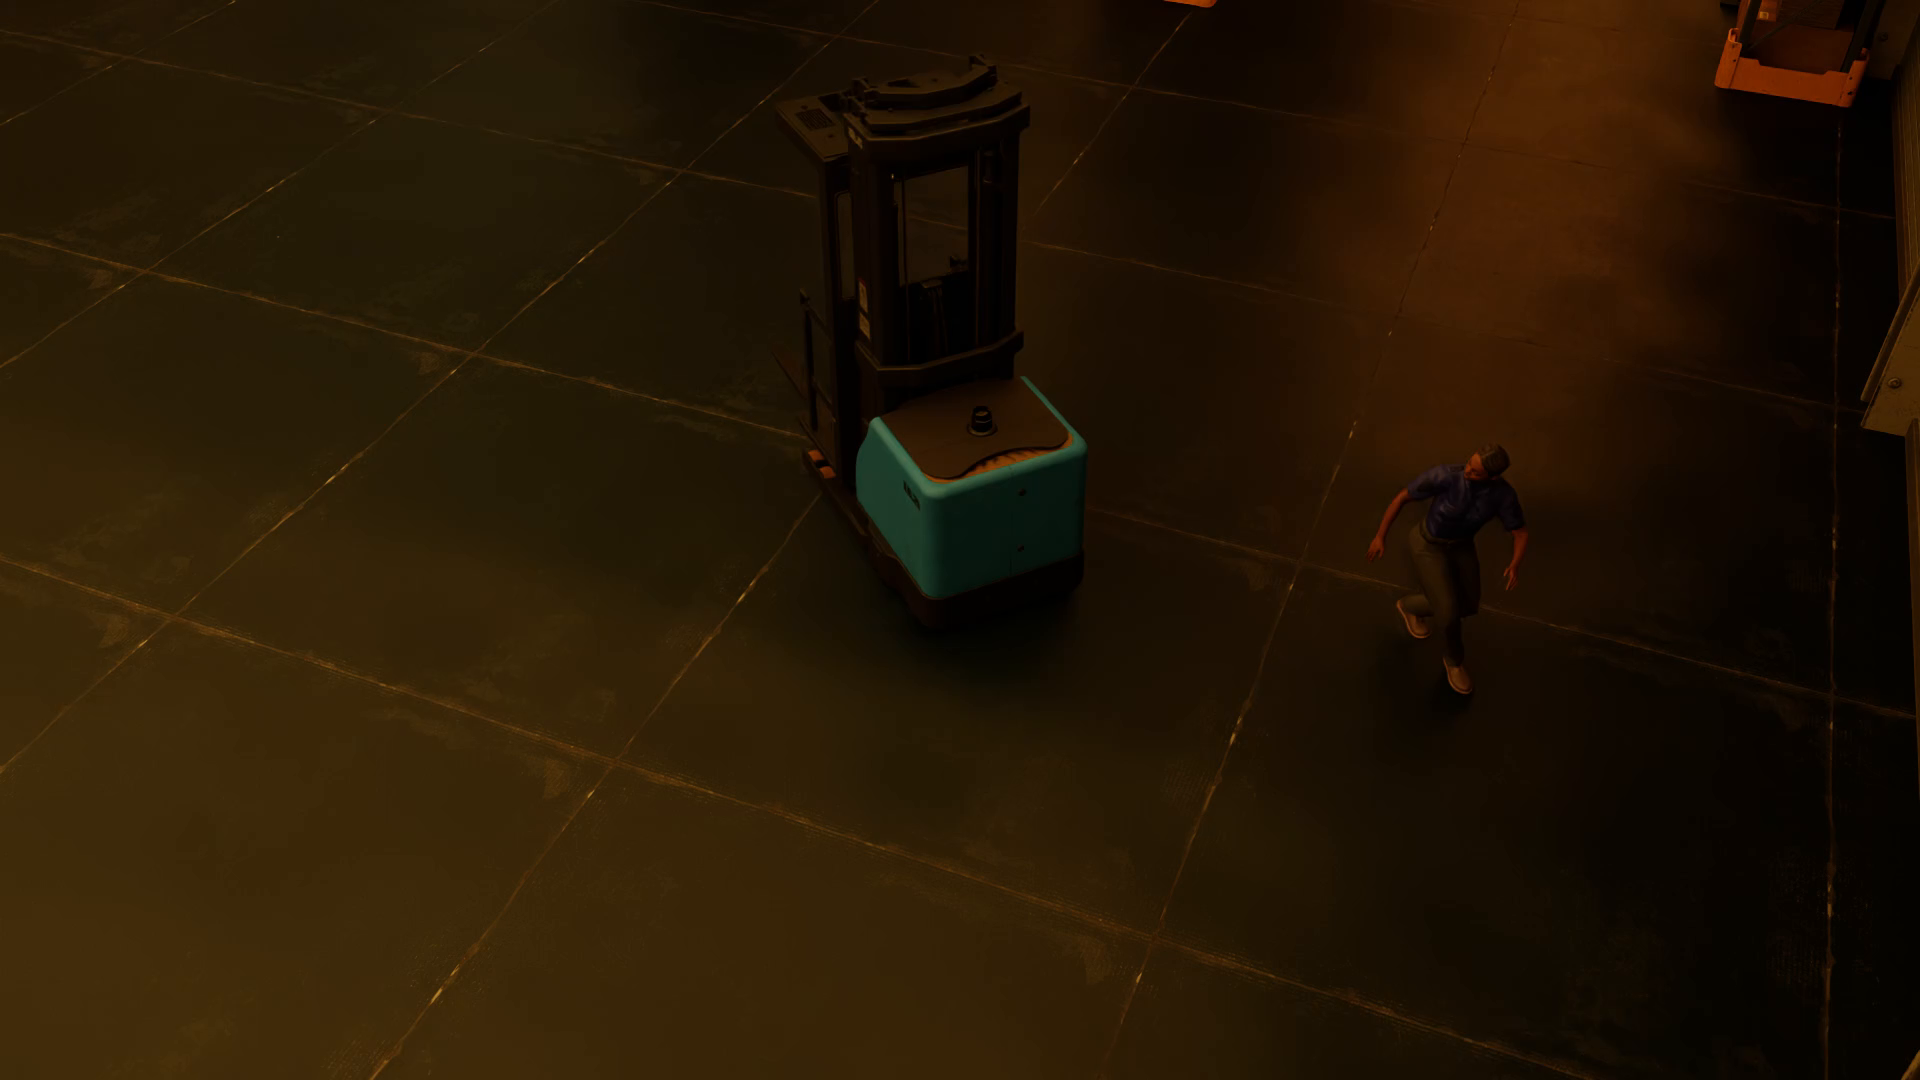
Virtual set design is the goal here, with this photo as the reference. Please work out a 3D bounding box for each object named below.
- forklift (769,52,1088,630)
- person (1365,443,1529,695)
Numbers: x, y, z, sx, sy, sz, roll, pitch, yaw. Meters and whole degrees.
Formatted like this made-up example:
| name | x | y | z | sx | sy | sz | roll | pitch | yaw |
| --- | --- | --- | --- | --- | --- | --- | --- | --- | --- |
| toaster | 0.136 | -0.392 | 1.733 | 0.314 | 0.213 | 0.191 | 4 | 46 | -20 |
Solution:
| name | x | y | z | sx | sy | sz | roll | pitch | yaw |
| --- | --- | --- | --- | --- | --- | --- | --- | --- | --- |
| forklift | -0.369 | -1.546 | 9.853 | 1.130 | 2.935 | 3.031 | -17 | 43 | -20 |
| person | 2.606 | 0.126 | 8.933 | 0.785 | 1.531 | 0.817 | -9 | 41 | -10 |
